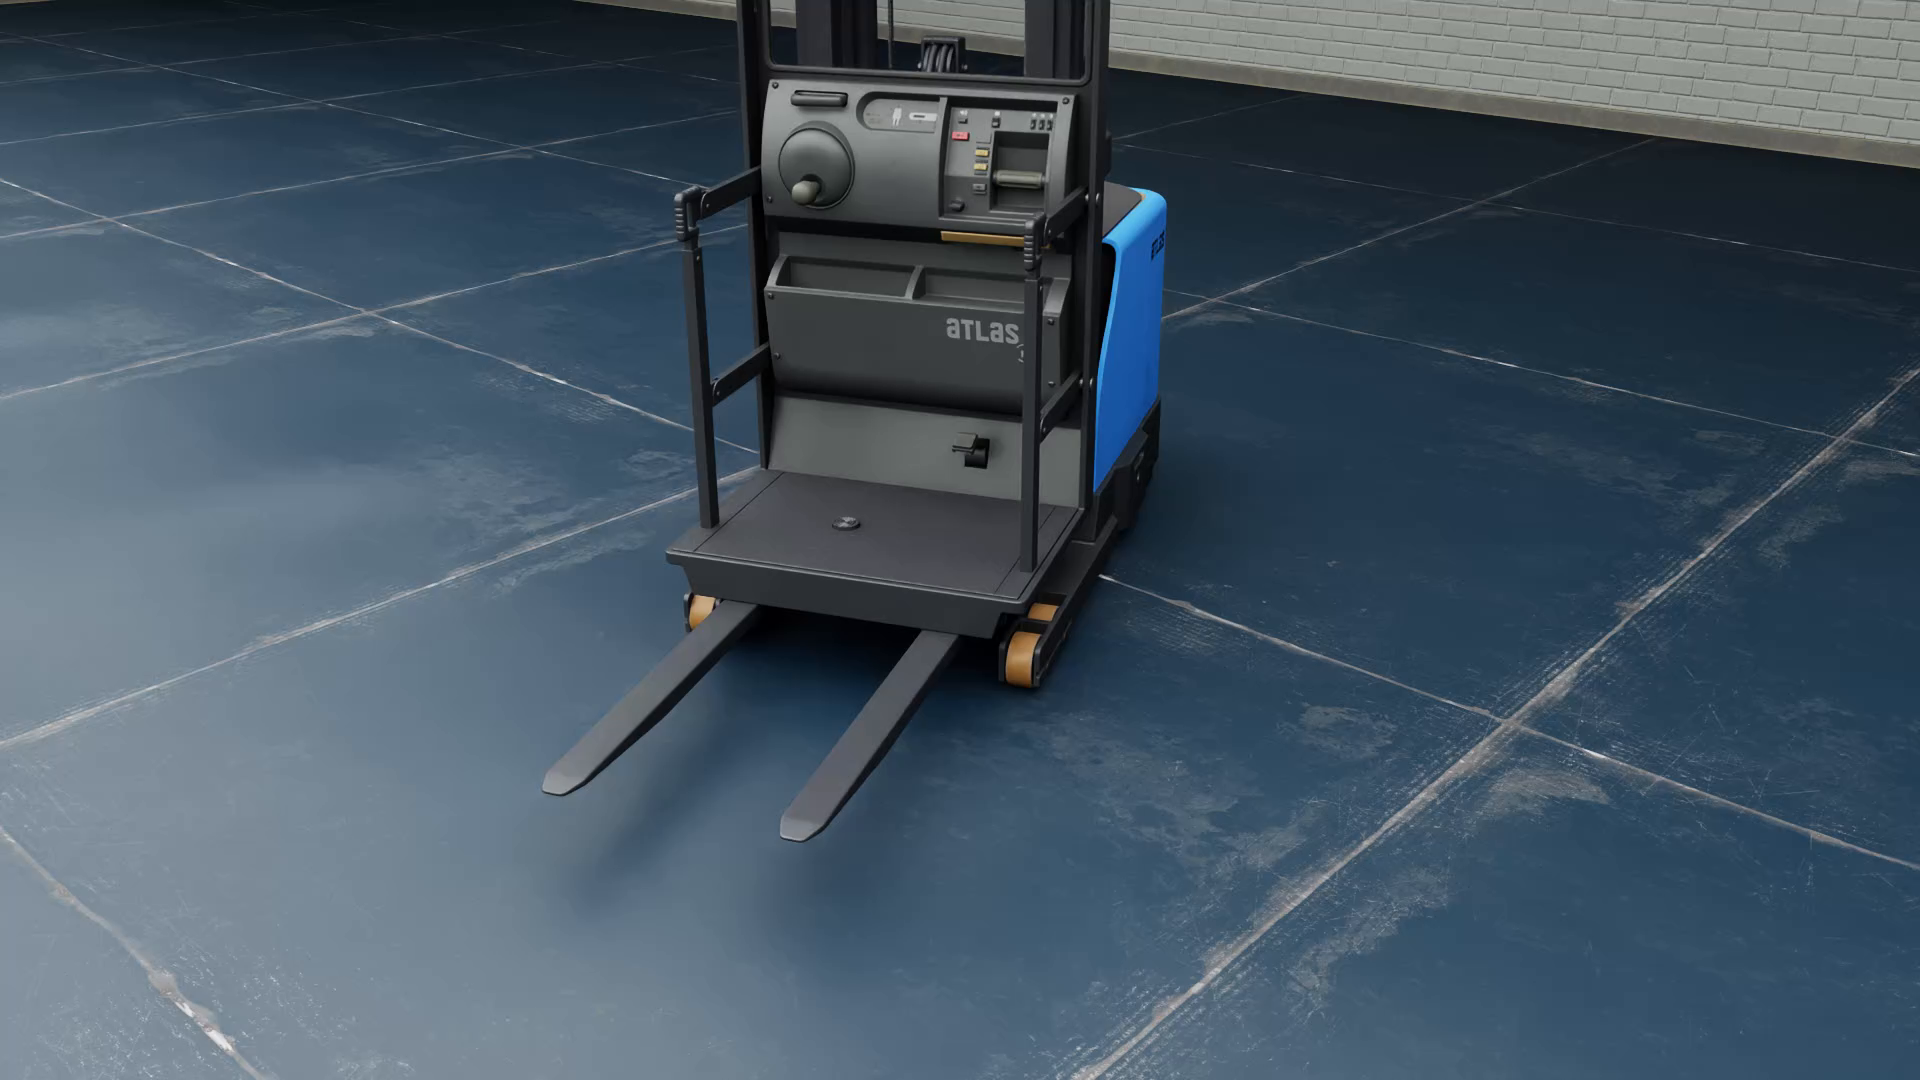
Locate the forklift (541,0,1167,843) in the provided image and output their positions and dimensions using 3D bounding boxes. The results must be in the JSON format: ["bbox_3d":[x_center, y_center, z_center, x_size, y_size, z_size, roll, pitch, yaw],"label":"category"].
[{"bbox_3d":[-0.195,-1.093,4.606,1.130,2.935,3.031,8,25,16],"label":"forklift"}]

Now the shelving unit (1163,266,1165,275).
[{"bbox_3d":[0.620,-0.787,6.384,0.258,0.900,0.210,7,19,16],"label":"shelving unit"}]

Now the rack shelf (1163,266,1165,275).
[{"bbox_3d":[0.628,-1.012,6.310,0.258,0.077,0.200,7,19,16],"label":"rack shelf"}]
